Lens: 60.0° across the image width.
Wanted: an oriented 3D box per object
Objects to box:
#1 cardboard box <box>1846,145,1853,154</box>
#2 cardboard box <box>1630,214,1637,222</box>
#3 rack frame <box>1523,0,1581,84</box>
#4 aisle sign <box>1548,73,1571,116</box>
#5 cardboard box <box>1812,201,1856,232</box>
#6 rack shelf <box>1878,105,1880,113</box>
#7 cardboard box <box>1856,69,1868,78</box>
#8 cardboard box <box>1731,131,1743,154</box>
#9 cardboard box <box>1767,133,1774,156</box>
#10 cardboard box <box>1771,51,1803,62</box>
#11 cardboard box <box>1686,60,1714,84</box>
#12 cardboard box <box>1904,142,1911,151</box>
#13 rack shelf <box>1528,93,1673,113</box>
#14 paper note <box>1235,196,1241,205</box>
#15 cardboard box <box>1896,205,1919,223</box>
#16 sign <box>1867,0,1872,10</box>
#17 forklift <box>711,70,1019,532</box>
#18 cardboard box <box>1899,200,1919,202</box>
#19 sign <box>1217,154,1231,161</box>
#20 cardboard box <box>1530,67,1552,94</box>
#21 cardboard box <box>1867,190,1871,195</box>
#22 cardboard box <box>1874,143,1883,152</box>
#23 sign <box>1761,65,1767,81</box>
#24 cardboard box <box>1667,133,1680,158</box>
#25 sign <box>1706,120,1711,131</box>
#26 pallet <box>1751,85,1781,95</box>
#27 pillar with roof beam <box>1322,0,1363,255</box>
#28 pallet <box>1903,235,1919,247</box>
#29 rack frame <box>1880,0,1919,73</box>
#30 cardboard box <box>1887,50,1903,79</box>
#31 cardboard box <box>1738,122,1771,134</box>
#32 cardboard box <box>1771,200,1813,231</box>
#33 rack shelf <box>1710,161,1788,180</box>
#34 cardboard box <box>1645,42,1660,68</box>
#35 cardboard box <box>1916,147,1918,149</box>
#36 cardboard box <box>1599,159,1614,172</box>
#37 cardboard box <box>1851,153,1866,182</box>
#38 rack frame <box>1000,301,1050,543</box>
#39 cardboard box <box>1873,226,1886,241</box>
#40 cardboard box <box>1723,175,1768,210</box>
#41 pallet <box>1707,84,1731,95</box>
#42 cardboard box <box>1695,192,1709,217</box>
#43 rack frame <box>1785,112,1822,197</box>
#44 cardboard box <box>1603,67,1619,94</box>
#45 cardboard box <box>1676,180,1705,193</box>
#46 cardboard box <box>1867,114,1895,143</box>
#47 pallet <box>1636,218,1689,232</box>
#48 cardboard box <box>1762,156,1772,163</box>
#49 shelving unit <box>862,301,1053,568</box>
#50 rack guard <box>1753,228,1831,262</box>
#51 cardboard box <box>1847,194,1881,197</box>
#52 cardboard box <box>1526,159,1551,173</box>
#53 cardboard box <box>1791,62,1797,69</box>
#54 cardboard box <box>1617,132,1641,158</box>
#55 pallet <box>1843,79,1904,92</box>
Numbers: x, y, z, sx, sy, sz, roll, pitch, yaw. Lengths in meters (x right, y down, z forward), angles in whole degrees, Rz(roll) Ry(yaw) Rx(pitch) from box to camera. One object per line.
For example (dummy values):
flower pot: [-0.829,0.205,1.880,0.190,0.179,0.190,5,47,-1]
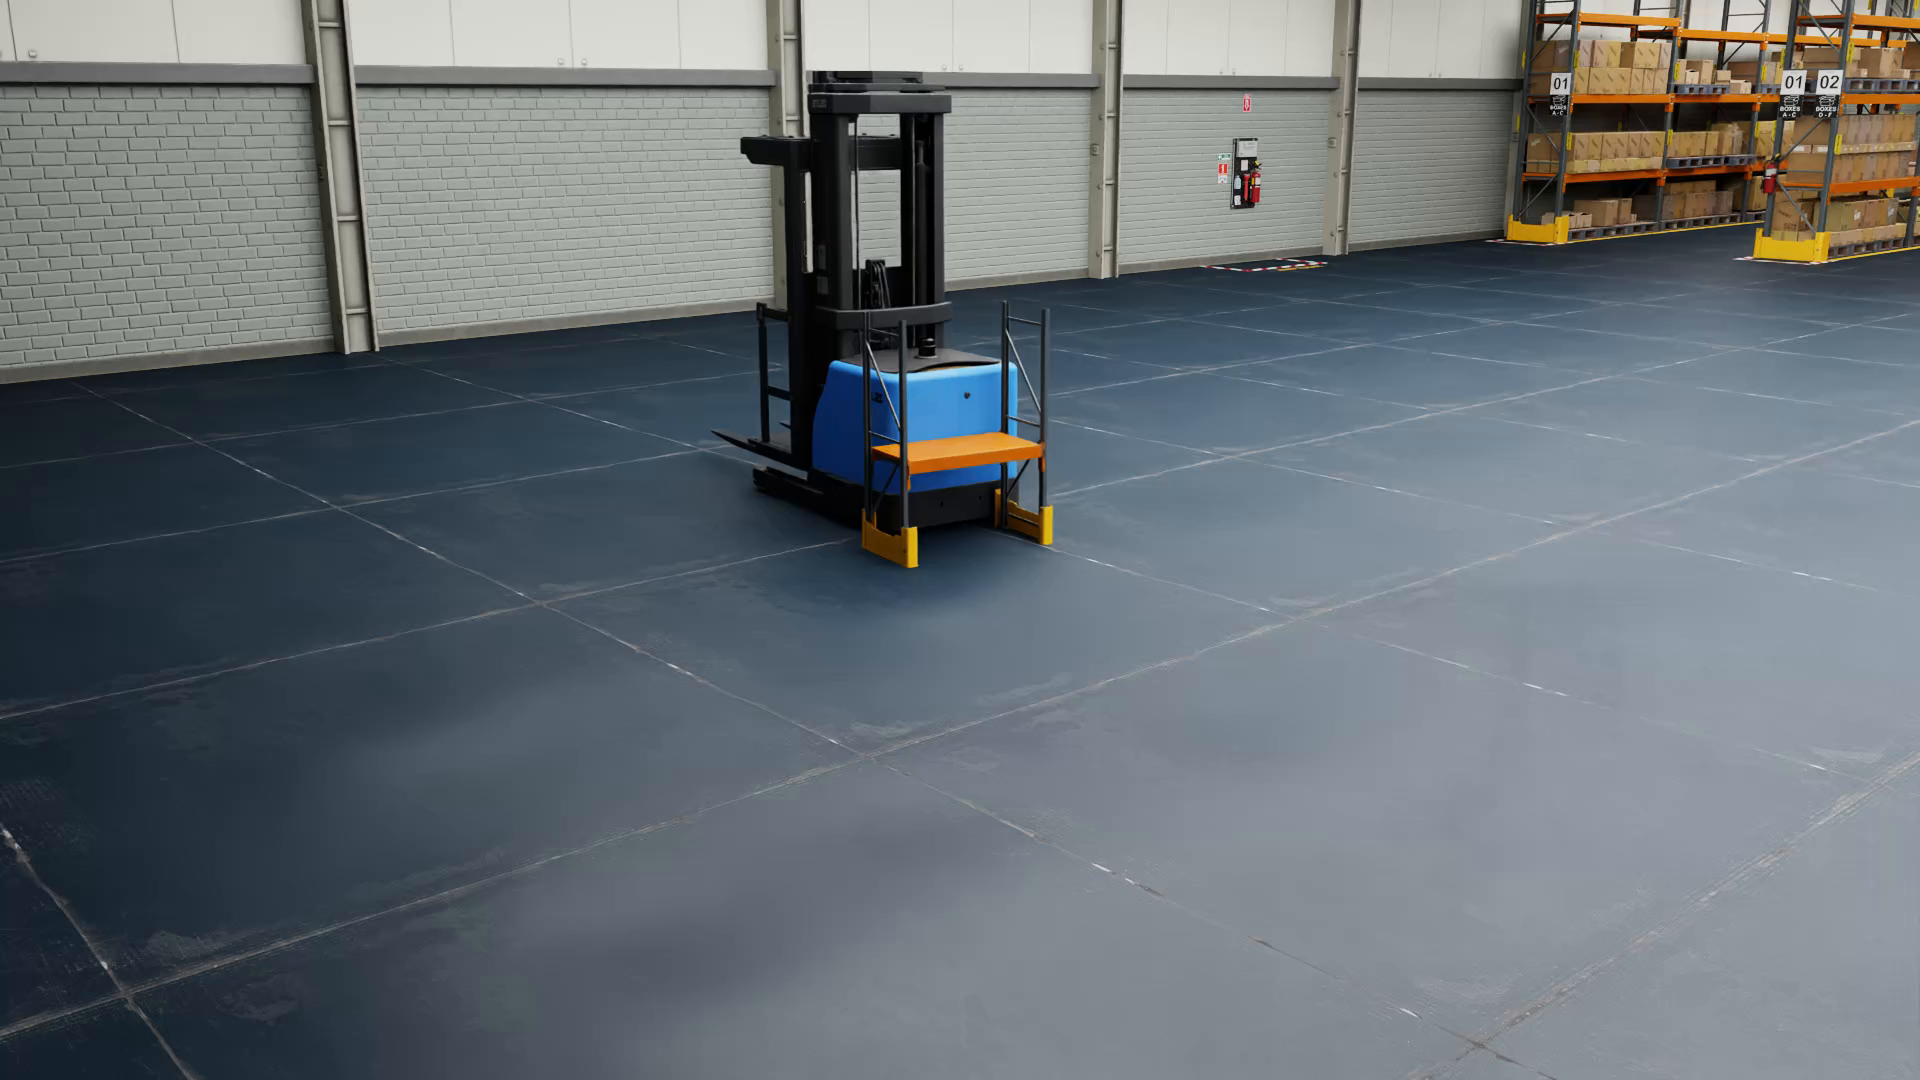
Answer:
cardboard box: [15.434,-6.868,29.200,0.250,0.149,0.380,-13,19,-39]
cardboard box: [13.989,-6.784,34.971,0.380,0.166,0.250,13,20,40]
rack frame: [11.355,-10.257,31.712,0.127,3.000,1.000,-13,19,-39]
aisle sign: [11.498,-8.544,31.887,0.004,0.787,0.394,-13,19,-39]
cardboard box: [15.536,-5.764,29.579,0.500,0.500,0.500,-13,19,-39]
rack shelf: [19.136,-8.513,32.389,4.000,0.370,1.077,-13,19,-39]
cardboard box: [15.613,-8.158,29.069,0.250,0.149,0.380,-13,19,-39]
cardboard box: [17.042,-8.893,37.185,0.700,0.500,0.500,13,20,40]
cardboard box: [18.326,-9.035,37.953,0.500,0.500,0.500,-12,19,-38]
cardboard box: [19.251,-11.244,38.720,0.500,0.250,0.500,-13,20,-41]
cardboard box: [15.768,-10.023,35.640,0.500,0.500,0.500,-14,20,-41]
cardboard box: [17.375,-7.305,30.835,0.250,0.149,0.380,-13,20,-41]
rack shelf: [12.864,-8.799,33.461,4.000,0.370,1.077,-13,19,-39]
paper note: [4.721,-5.776,28.268,0.142,0.148,0.016,-13,19,-39]
cardboard box: [18.103,-6.239,31.724,0.500,0.311,0.500,-13,19,-39]
sign: [23.066,-13.604,42.127,0.005,0.325,0.100,-13,19,-39]
forklift: [-0.843,-1.792,11.778,1.130,2.935,3.031,-10,18,-33]
cardboard box: [18.893,-6.600,33.075,0.500,0.311,0.500,-13,20,-40]
sign: [4.424,-6.417,27.864,0.331,0.109,0.001,-13,19,-39]
cardboard box: [11.504,-8.986,32.533,0.500,0.500,0.500,-11,18,-35]
cardboard box: [22.585,-8.842,42.068,0.500,0.500,0.700,-13,20,-40]
cardboard box: [16.406,-7.086,30.015,0.250,0.149,0.380,-12,19,-38]
sign: [17.745,-10.307,36.709,0.005,0.325,0.100,-13,19,-39]
cardboard box: [14.779,-8.377,35.251,0.500,0.500,0.700,-13,19,-39]
sign: [17.023,-9.381,37.813,0.005,0.325,0.100,-13,19,-39]
pallet: [17.841,-10.191,37.644,1.003,0.211,1.213,-12,19,-37]
pillar with roof beam: [9.615,-8.690,25.844,0.400,9.000,9.100,-13,19,-39]
pallet: [18.158,-5.858,32.271,1.213,0.211,1.003,-13,19,-39]
rack frame: [17.627,-9.971,30.641,0.127,3.000,1.000,-13,19,-39]
cardboard box: [17.074,-8.807,30.816,0.500,0.500,0.500,-11,18,-35]
cardboard box: [17.924,-9.309,37.528,0.500,0.250,0.500,-12,19,-38]
cardboard box: [14.819,-5.780,29.639,0.500,0.500,0.500,-13,19,-39]
rack shelf: [18.899,-8.705,38.921,4.000,0.370,1.077,-13,19,-39]
cardboard box: [13.764,-9.793,33.619,0.500,0.500,0.500,-11,19,-36]
cardboard box: [18.993,-7.422,32.529,0.500,0.500,0.500,-13,19,-39]
cardboard box: [12.702,-7.493,33.240,0.500,0.250,0.500,-13,20,-40]
cardboard box: [15.742,-6.693,29.799,0.500,0.500,0.700,-12,19,-39]
rack frame: [0.411,-0.755,10.670,0.032,1.500,0.500,-9,17,-30]
cardboard box: [16.670,-5.656,30.625,0.500,0.250,0.500,-13,19,-39]
cardboard box: [18.031,-7.977,38.154,0.750,0.750,0.750,-13,20,-40]
pallet: [15.689,-9.655,35.634,1.003,0.211,1.213,-13,19,-39]
cardboard box: [16.060,-7.432,36.754,0.500,0.500,0.700,-13,20,-40]
rack frame: [20.408,-9.391,40.097,0.127,3.000,1.000,-13,19,-39]
cardboard box: [12.589,-9.047,32.761,0.500,0.500,0.500,-12,19,-37]
cardboard box: [16.025,-7.776,36.589,0.500,0.250,0.500,-13,20,-40]
cardboard box: [16.538,-7.501,30.310,0.500,0.500,0.700,-13,20,-39]
pallet: [14.959,-6.821,35.878,1.213,0.211,1.003,-13,19,-39]
cardboard box: [18.243,-8.682,37.890,0.250,0.149,0.380,-12,19,-38]
shelving unit: [-0.015,-0.688,10.418,1.083,1.500,0.587,-9,17,-30]
rack guard: [14.592,-5.183,29.186,0.348,0.500,1.175,-13,19,-39]
cardboard box: [17.072,-6.292,31.553,0.500,0.500,0.500,-13,19,-39]
cardboard box: [11.581,-7.413,32.941,0.500,0.250,0.500,-12,19,-39]
cardboard box: [18.874,-10.795,38.491,0.500,0.500,0.700,-13,20,-39]
cardboard box: [13.459,-8.027,33.786,0.500,0.500,0.500,-13,20,-41]
pallet: [16.081,-8.124,29.710,1.213,0.211,1.003,-13,19,-39]
